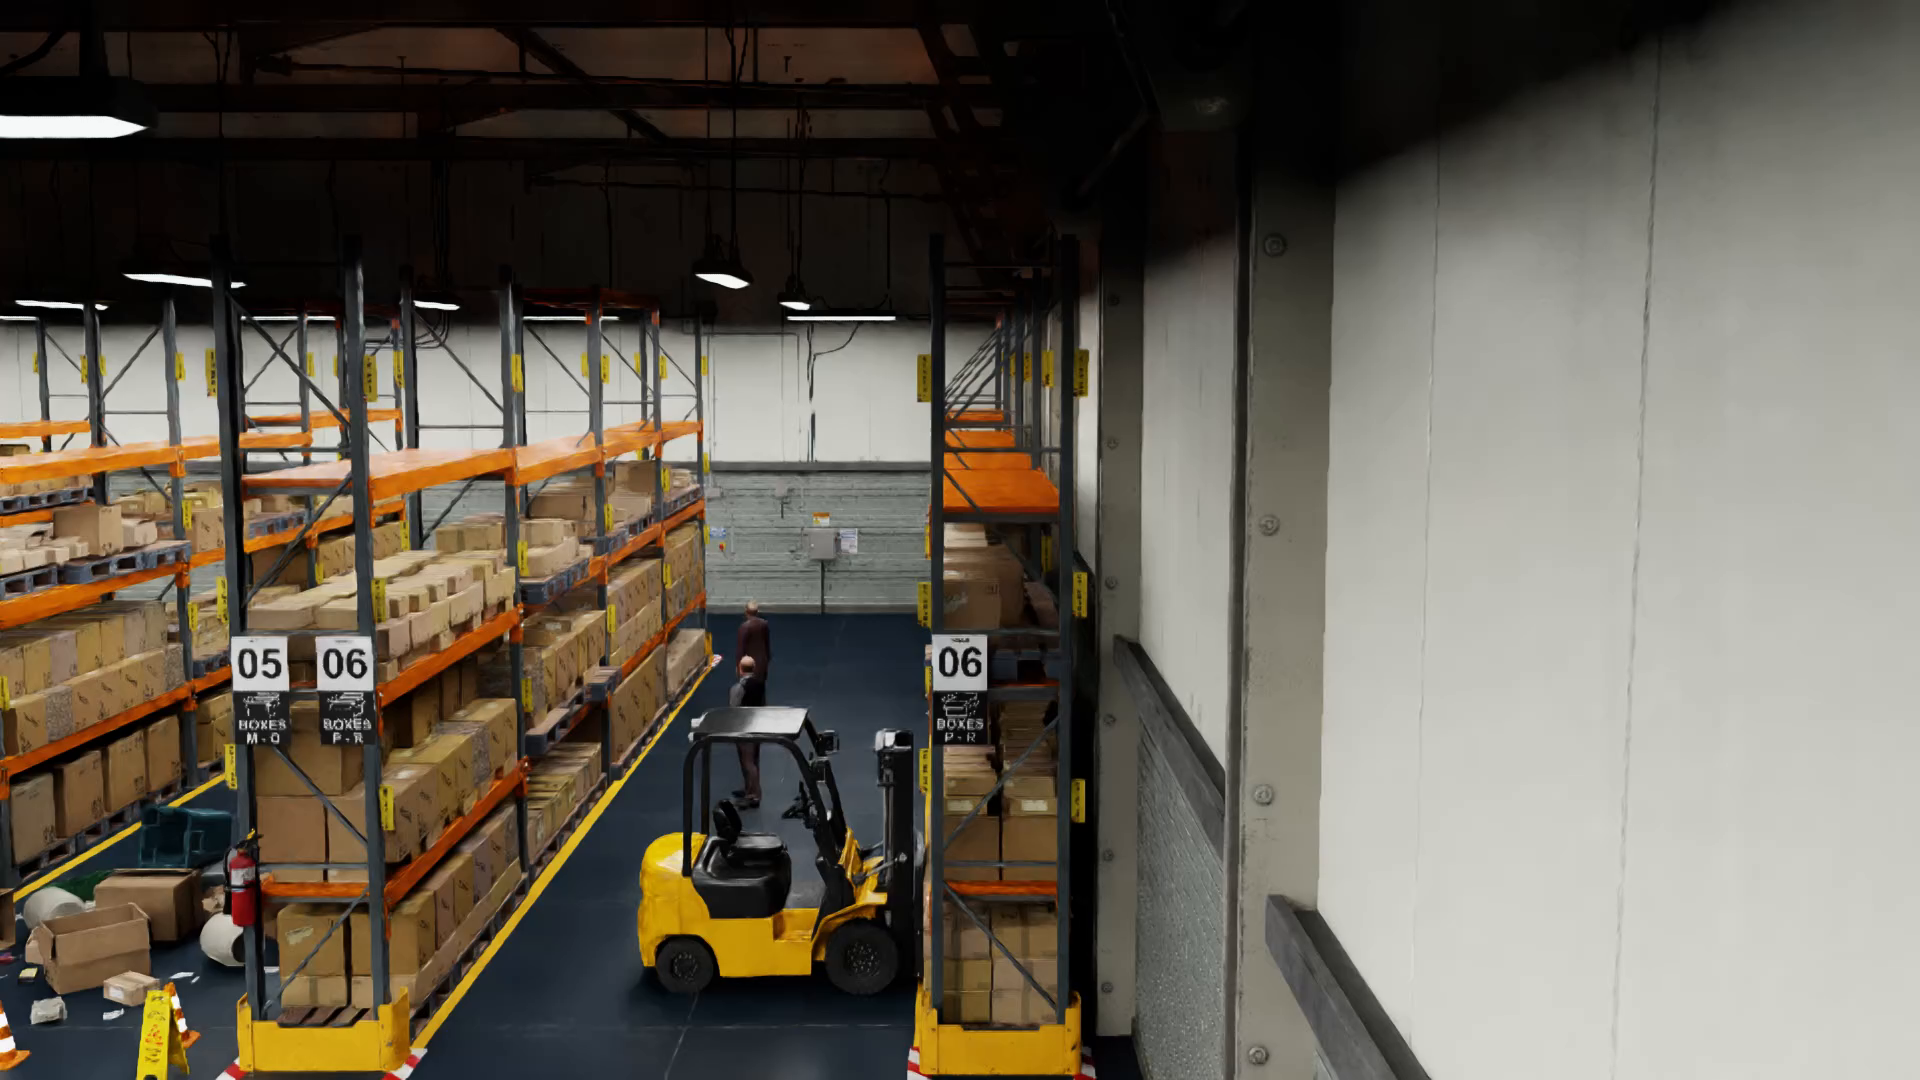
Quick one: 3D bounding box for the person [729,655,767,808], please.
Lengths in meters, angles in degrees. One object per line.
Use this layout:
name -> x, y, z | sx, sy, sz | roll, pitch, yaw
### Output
person -> -2.475, 2.178, 19.223 | 0.569, 1.718, 0.627 | 3, 7, 29

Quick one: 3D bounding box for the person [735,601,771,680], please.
person -> -2.901, 1.722, 23.055 | 0.630, 1.773, 0.678 | 4, 7, 29
